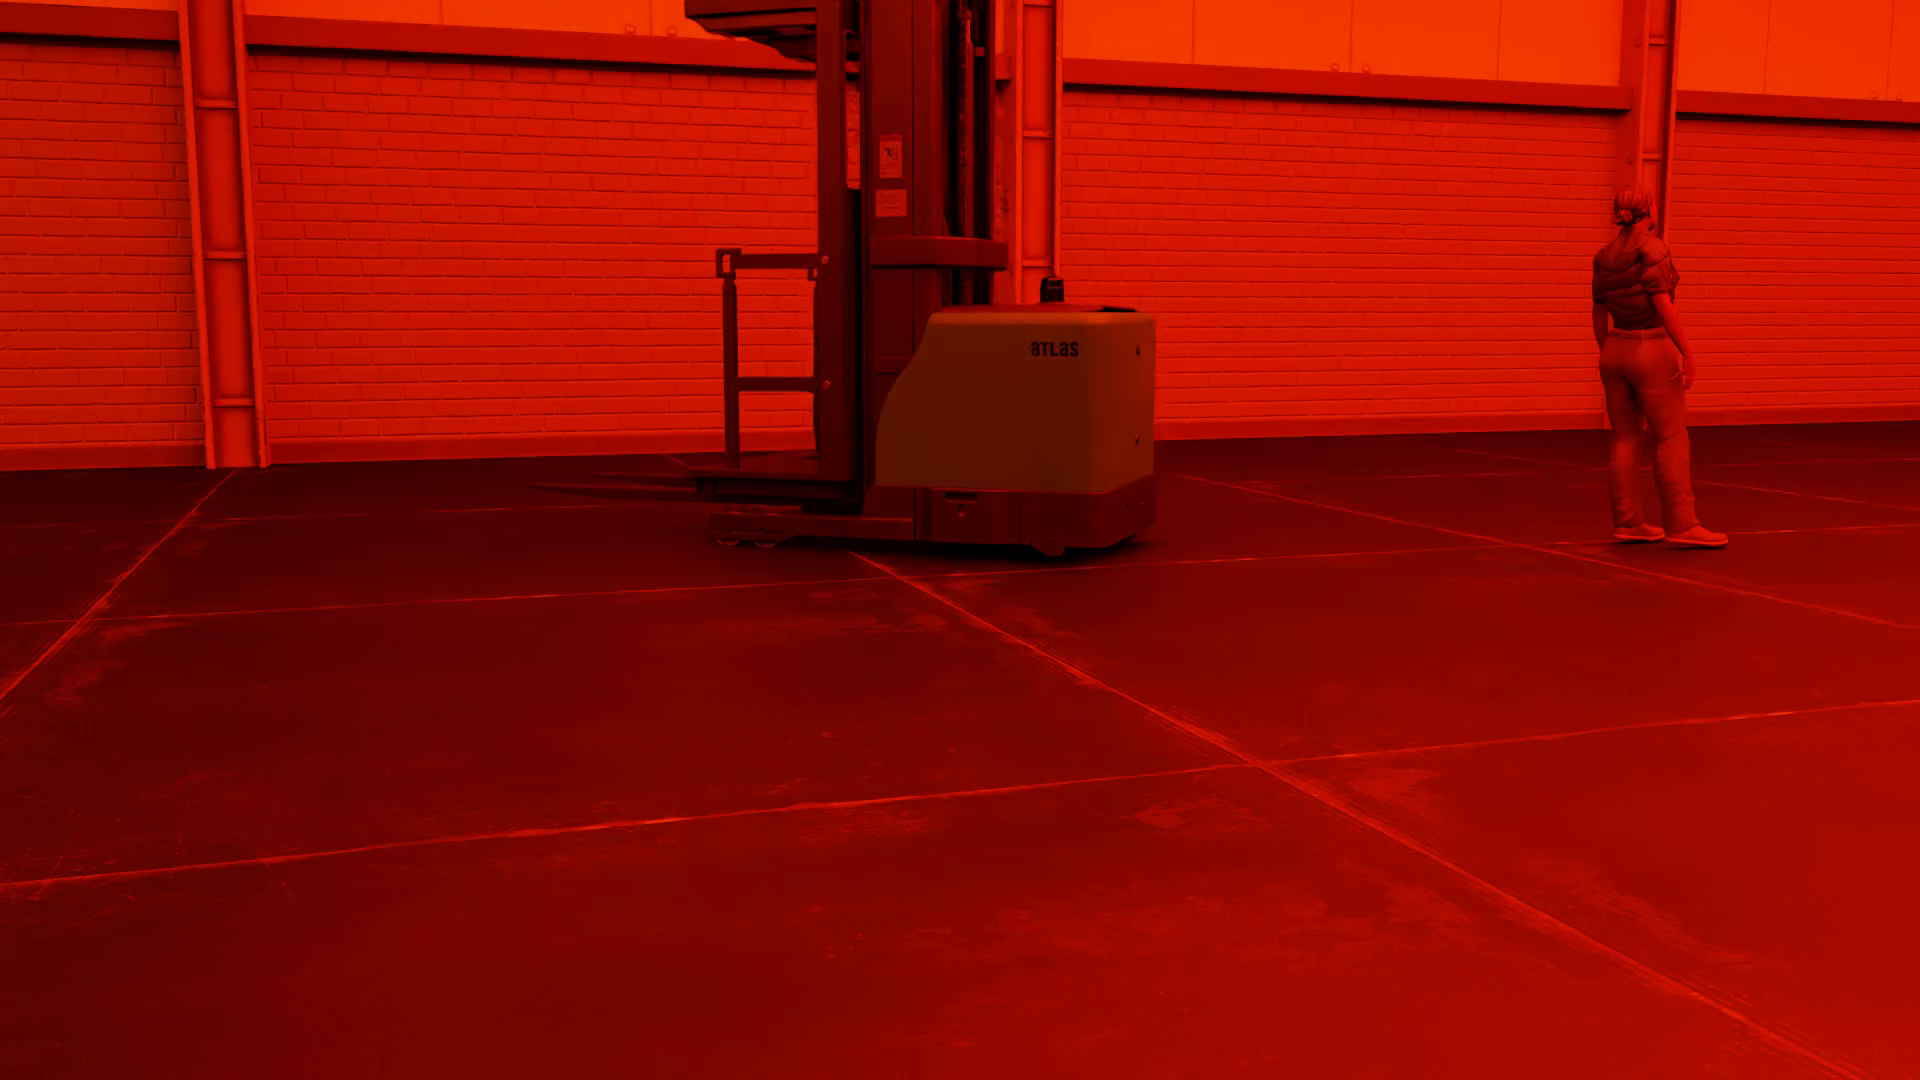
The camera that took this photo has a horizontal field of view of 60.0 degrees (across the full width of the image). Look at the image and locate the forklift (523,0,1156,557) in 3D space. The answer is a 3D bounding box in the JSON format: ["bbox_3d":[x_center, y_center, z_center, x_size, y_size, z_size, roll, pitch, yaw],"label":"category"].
[{"bbox_3d":[-0.634,-1.476,7.902,3.031,2.935,1.130,3,8,19],"label":"forklift"}]

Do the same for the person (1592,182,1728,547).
[{"bbox_3d":[3.224,-0.812,7.702,0.503,1.656,0.569,-3,8,-20],"label":"person"}]
